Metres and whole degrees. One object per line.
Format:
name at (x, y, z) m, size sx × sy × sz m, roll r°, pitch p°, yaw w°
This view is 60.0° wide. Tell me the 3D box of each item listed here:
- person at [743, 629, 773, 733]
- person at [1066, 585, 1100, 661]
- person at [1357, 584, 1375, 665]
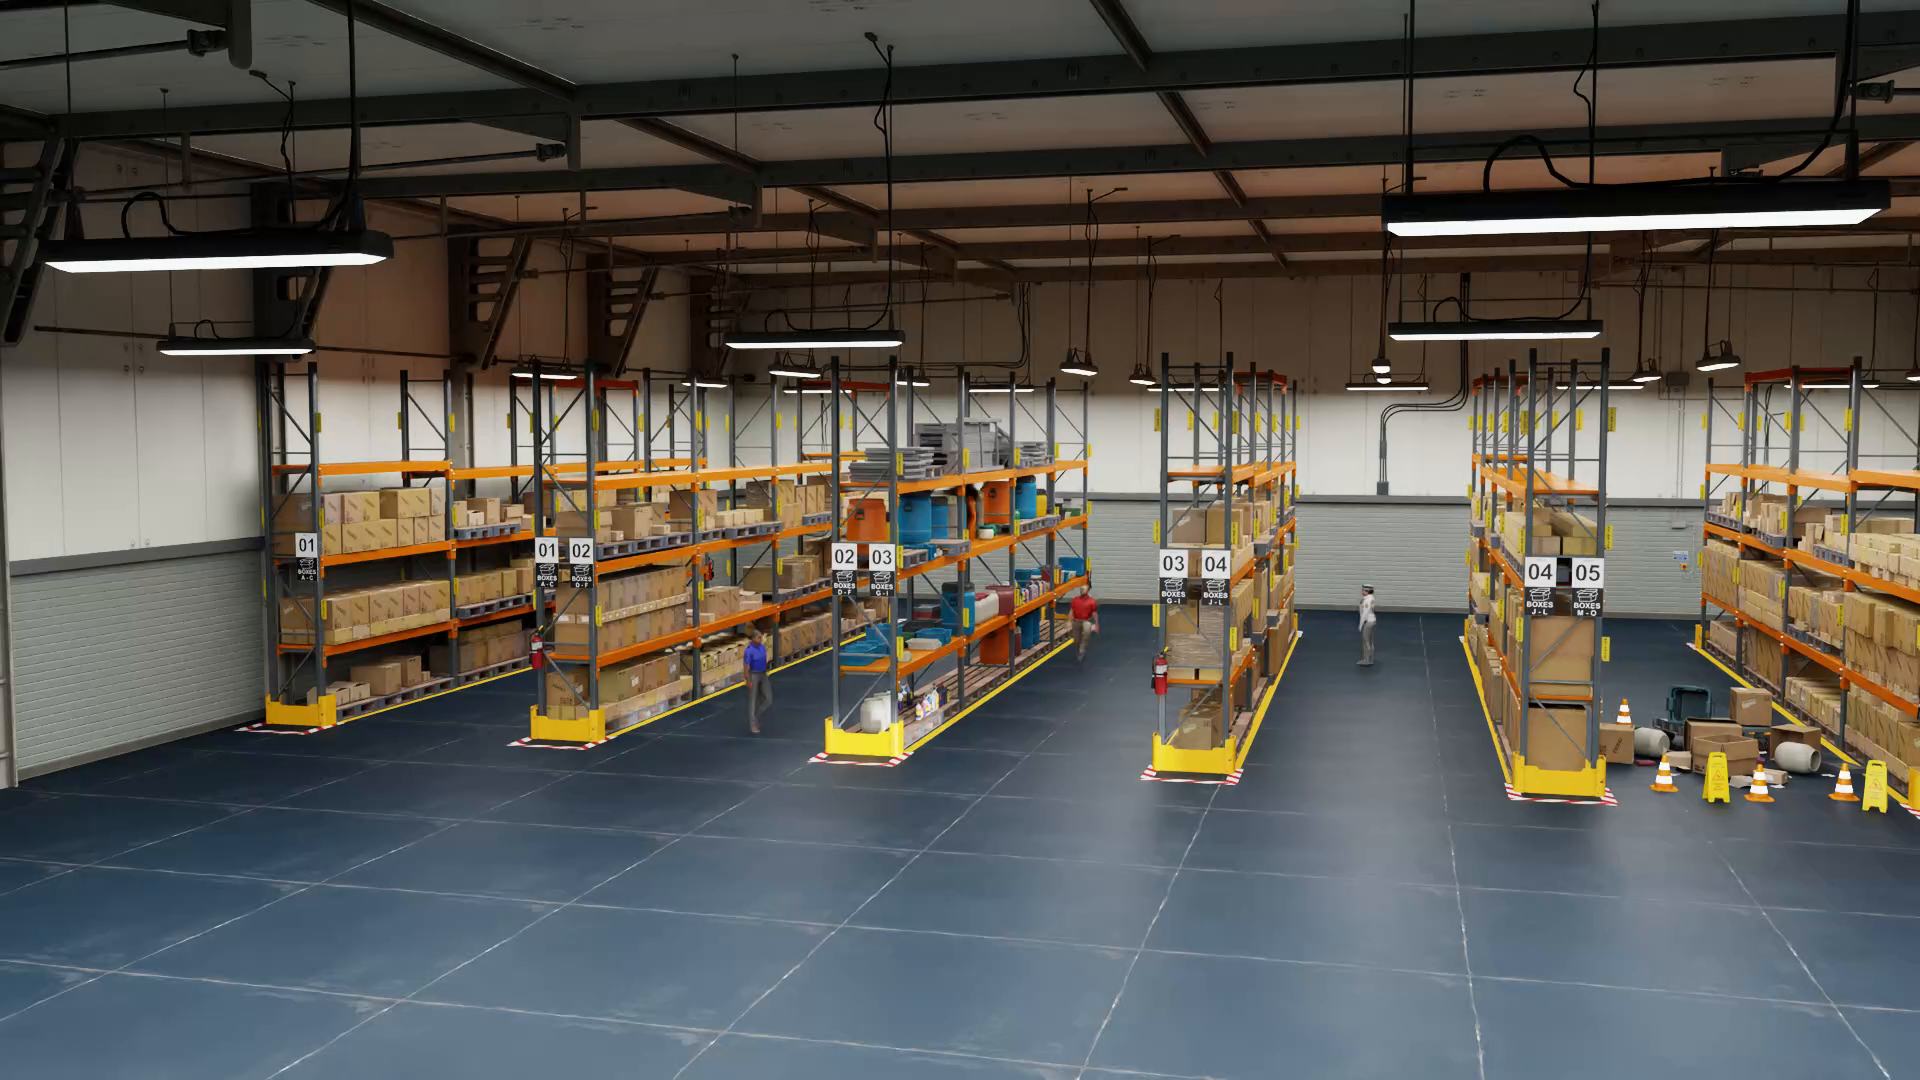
person at (-3.304, 2.307, 27.052) m, size 0.541 × 1.594 × 0.545 m, roll 4°, pitch 5°, yaw 42°
person at (2.535, 1.737, 34.249) m, size 0.650 × 1.615 × 1.048 m, roll 1°, pitch 4°, yaw 18°
person at (8.389, 1.744, 34.335) m, size 0.364 × 1.682 × 0.490 m, roll 2°, pitch 4°, yaw 25°
